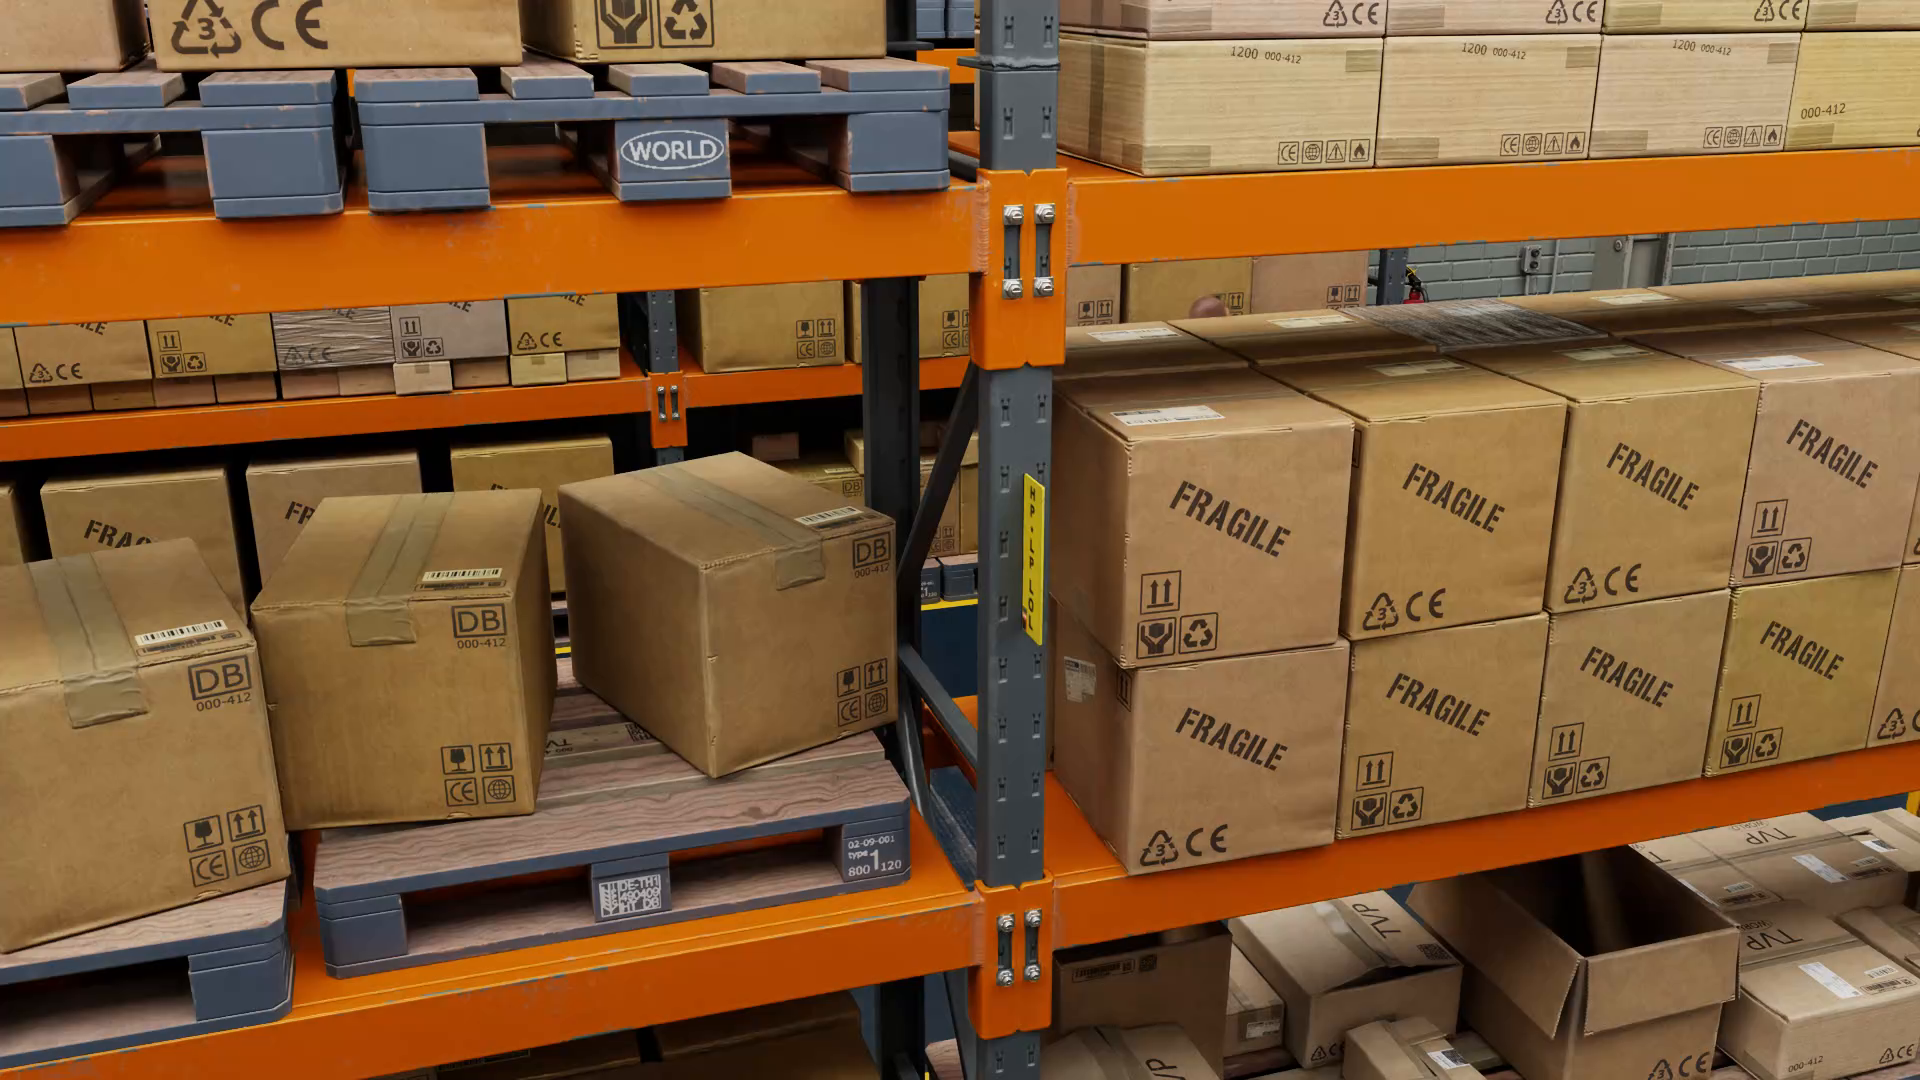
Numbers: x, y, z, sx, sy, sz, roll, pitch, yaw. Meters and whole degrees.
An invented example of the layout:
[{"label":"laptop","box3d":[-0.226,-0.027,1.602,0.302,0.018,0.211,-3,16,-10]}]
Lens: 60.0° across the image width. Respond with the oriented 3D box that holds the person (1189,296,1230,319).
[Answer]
[{"label":"person","box3d":[1.215,-0.319,8.010,0.653,1.730,0.550,-6,20,-17]}]
